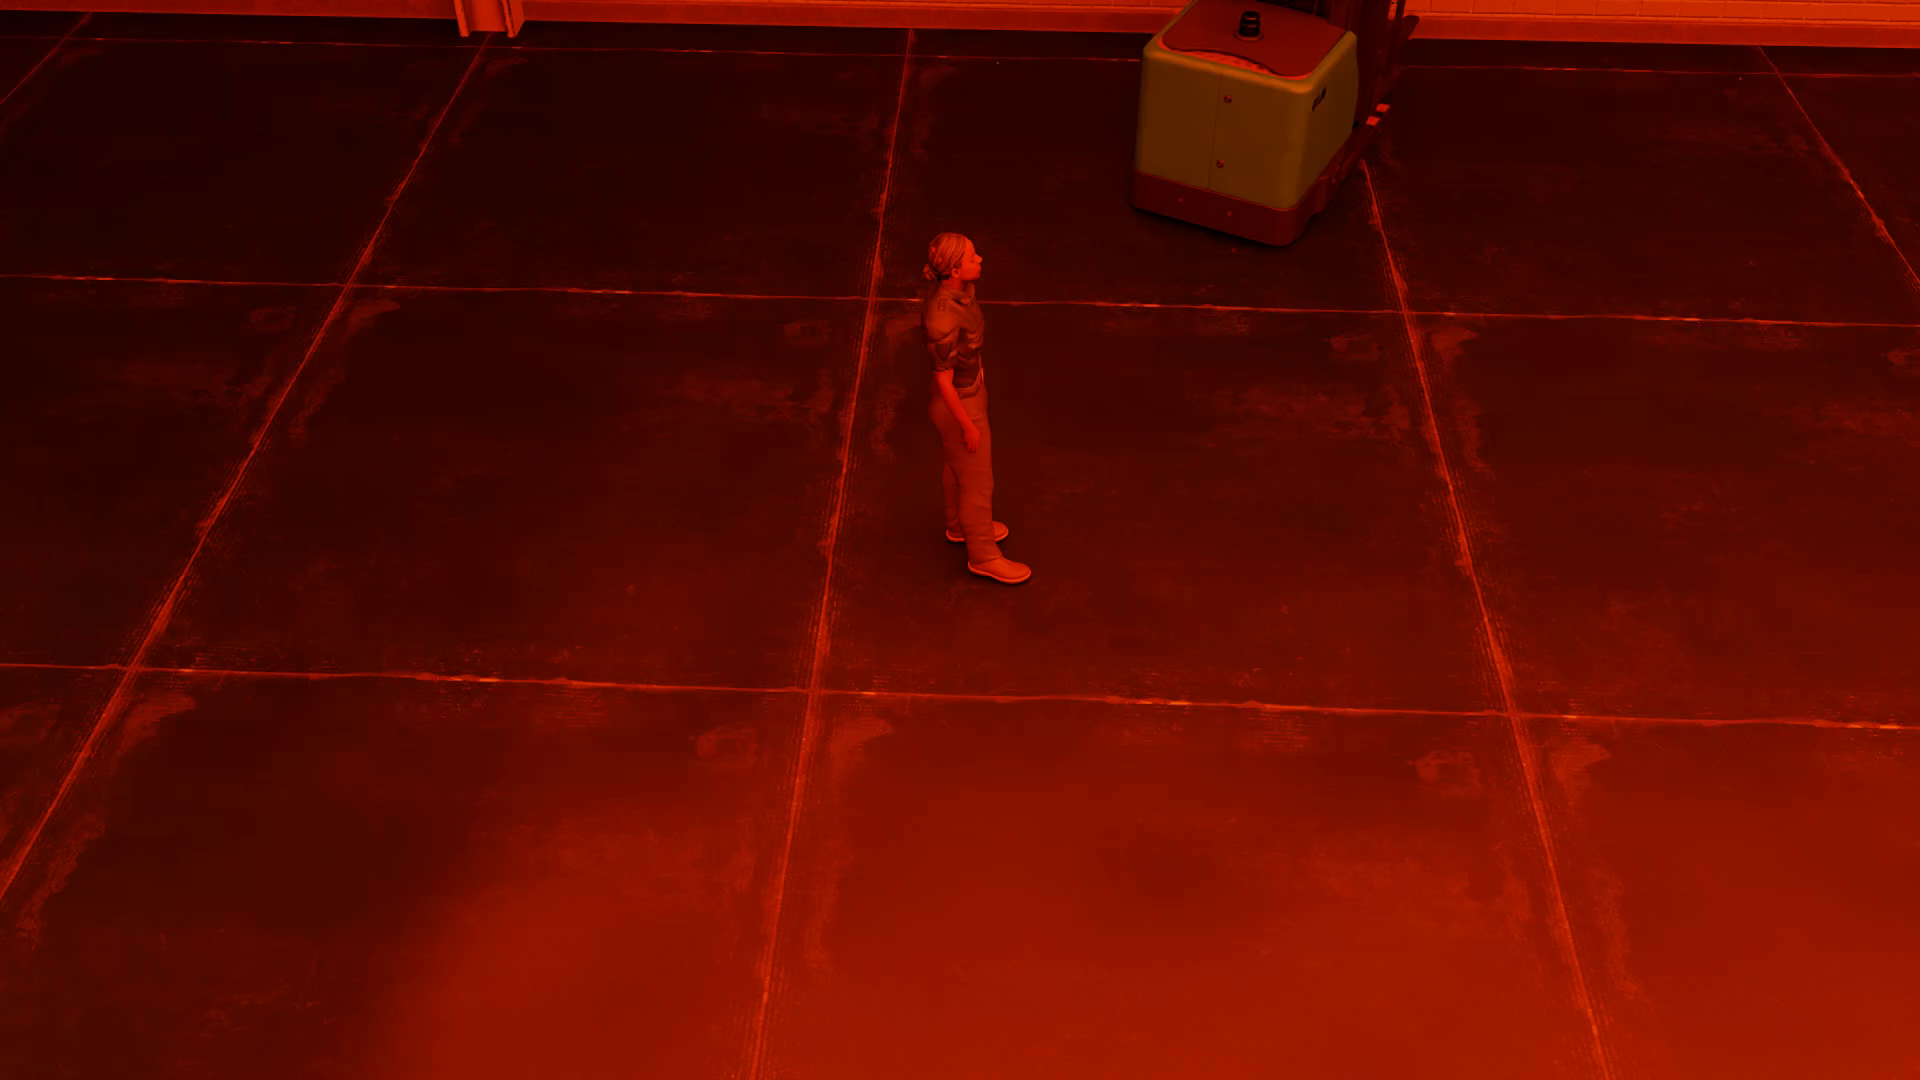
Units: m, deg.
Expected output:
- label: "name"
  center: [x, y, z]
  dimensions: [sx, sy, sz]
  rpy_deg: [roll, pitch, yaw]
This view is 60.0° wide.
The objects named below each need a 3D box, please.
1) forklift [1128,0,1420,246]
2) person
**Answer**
- label: "forklift"
  center: [2.172, -3.779, 9.882]
  dimensions: [1.130, 2.935, 3.031]
  rpy_deg: [20, 46, 21]
- label: "person"
  center: [0.087, -0.601, 7.336]
  dimensions: [0.503, 1.656, 0.570]
  rpy_deg: [2, 42, 2]
